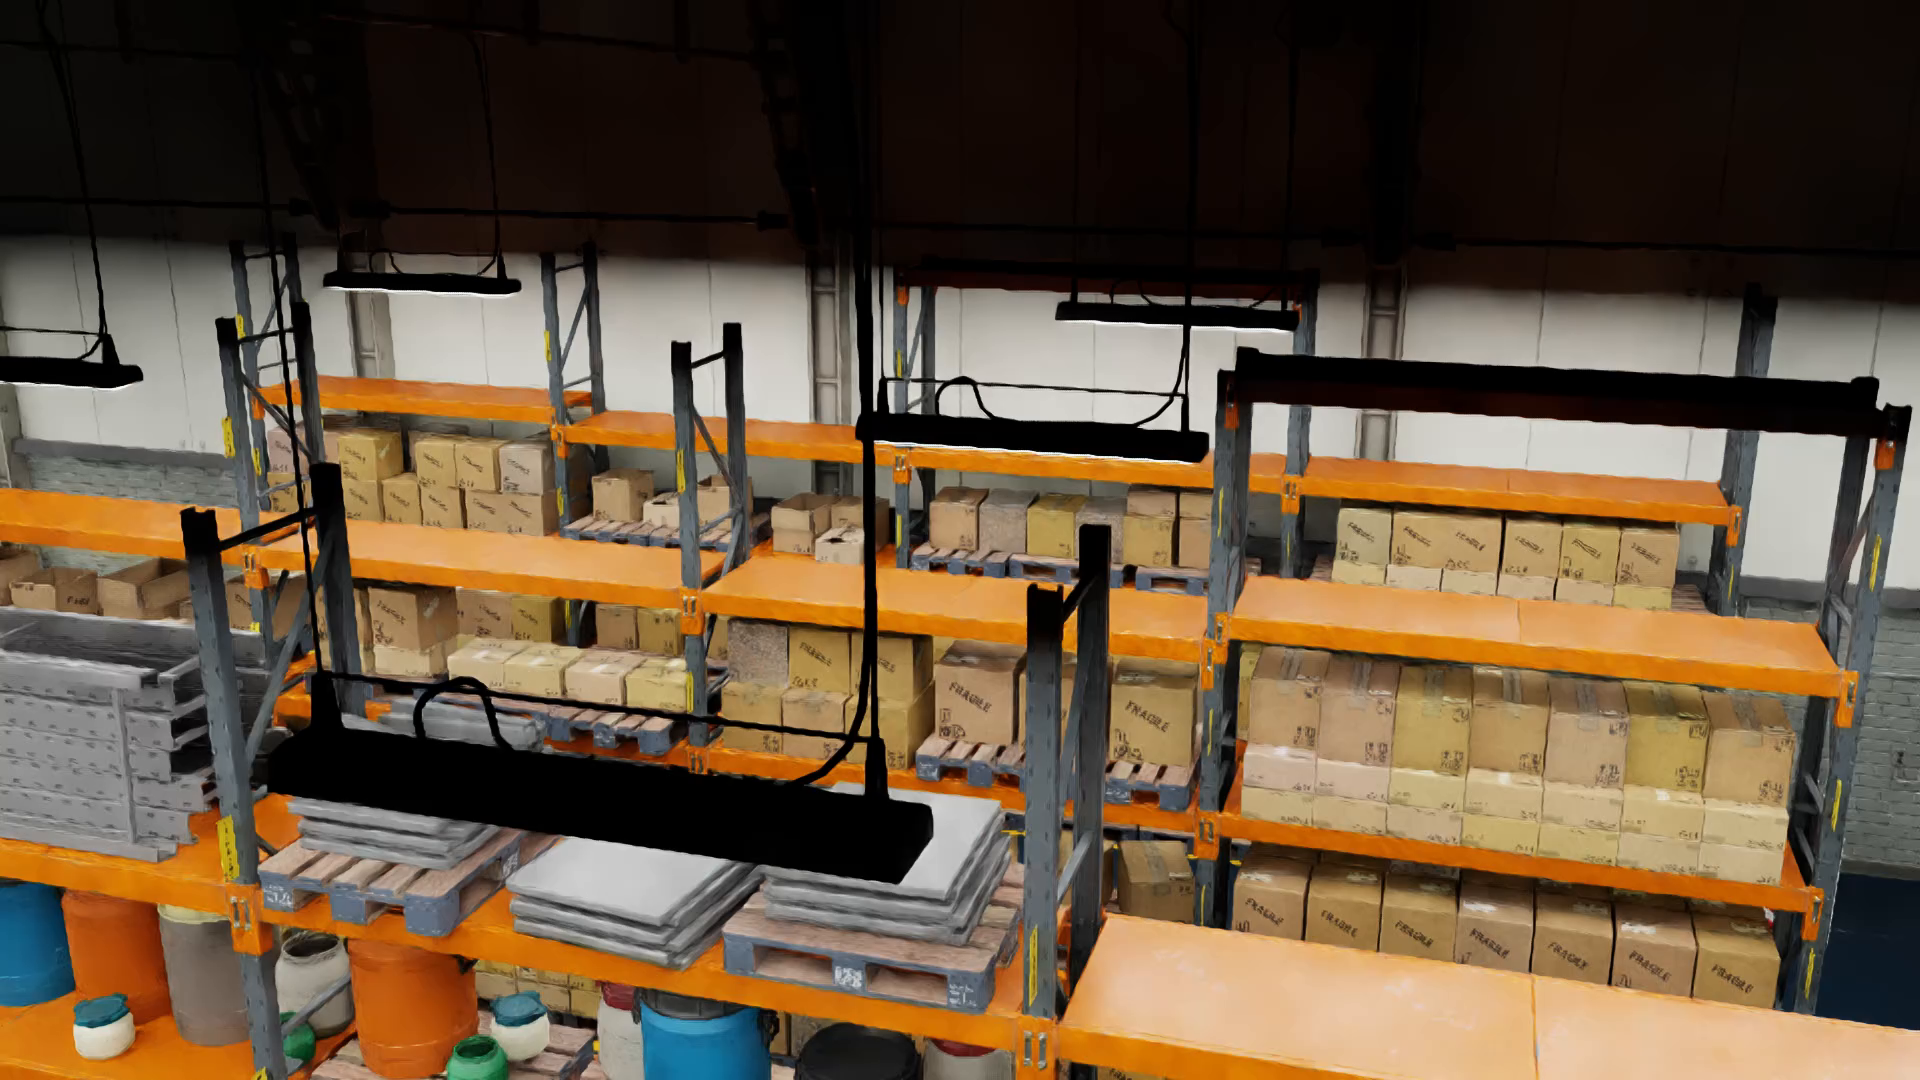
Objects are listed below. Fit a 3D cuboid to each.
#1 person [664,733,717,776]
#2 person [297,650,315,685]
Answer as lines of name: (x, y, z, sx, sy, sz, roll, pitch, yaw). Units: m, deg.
person: (-2.817, 2.439, 17.276, 0.577, 1.657, 0.444, -2, 16, -9)
person: (-7.189, 2.018, 18.671, 0.830, 1.702, 0.738, 6, 17, 21)
